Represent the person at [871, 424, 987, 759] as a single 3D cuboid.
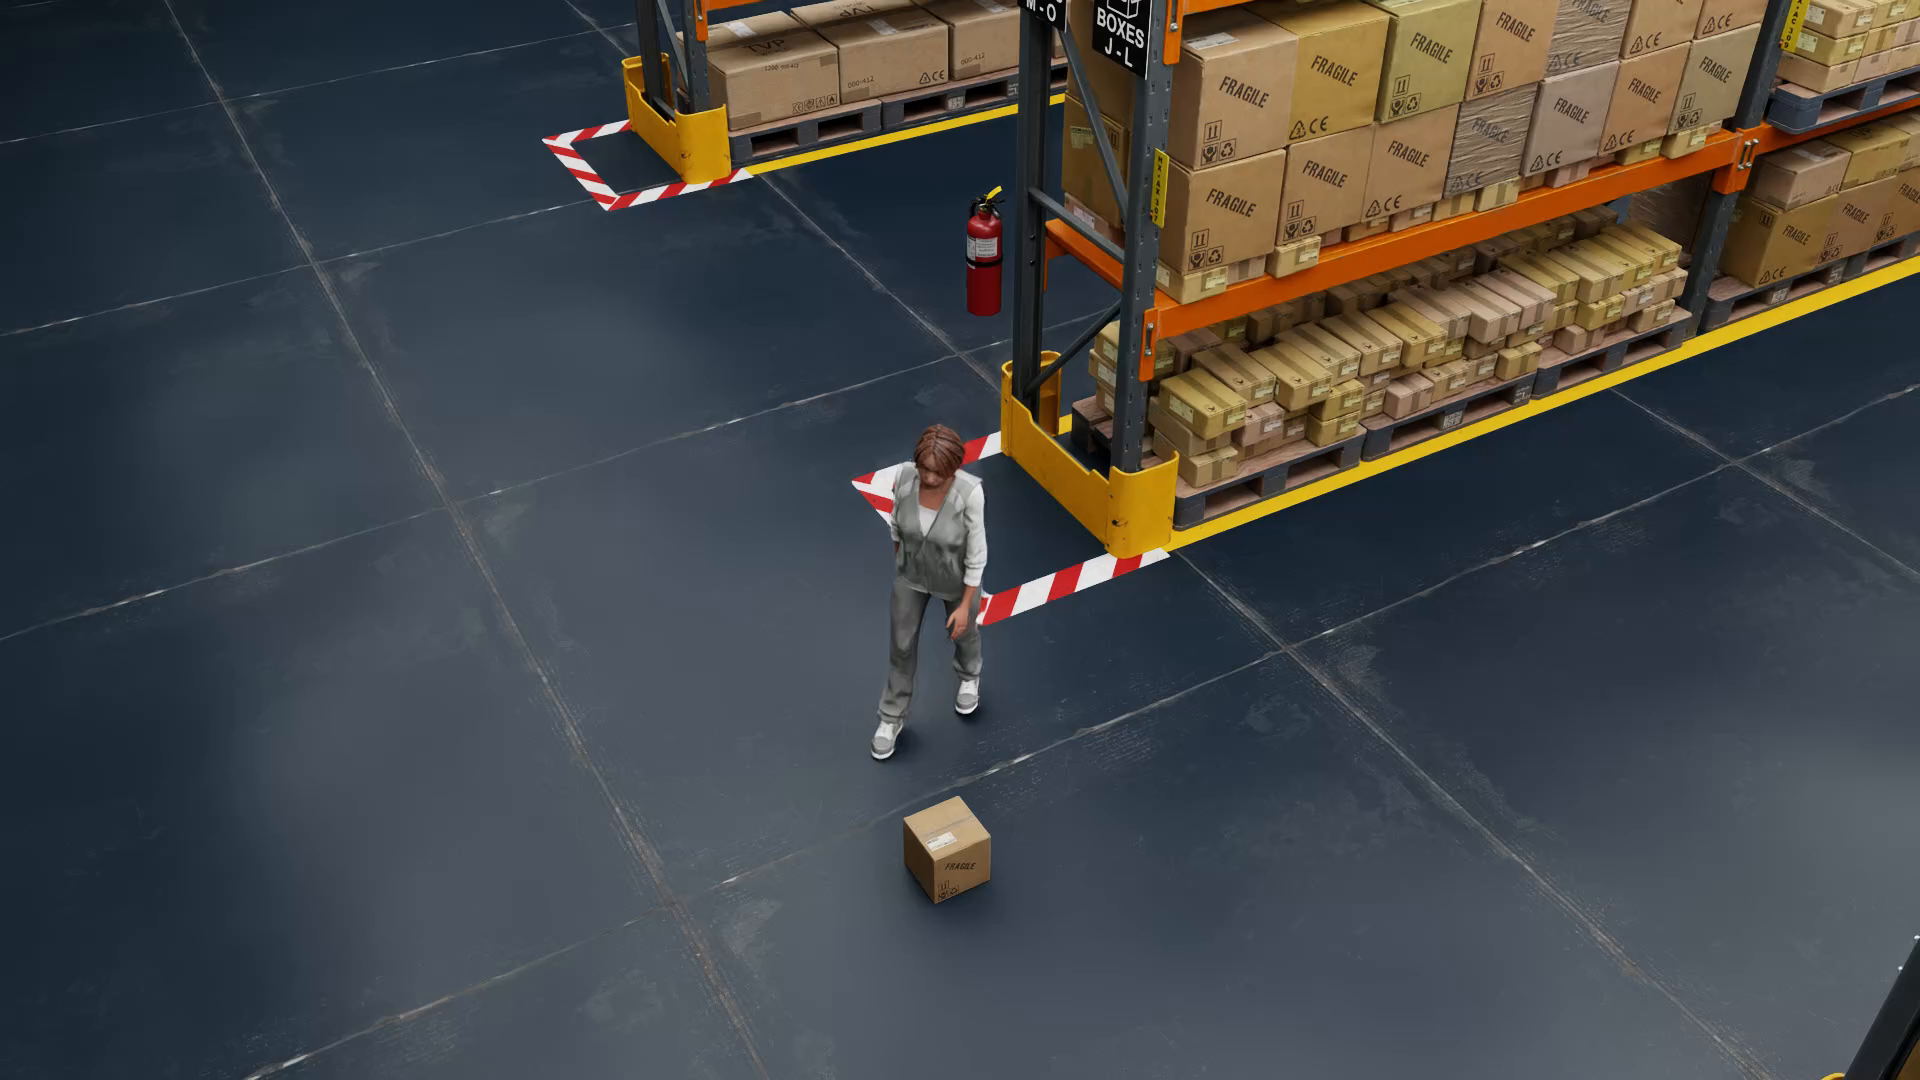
[{"bbox_3d":[-0.092,0.155,6.720,0.458,1.567,0.645,10,38,13],"label":"person"}]
